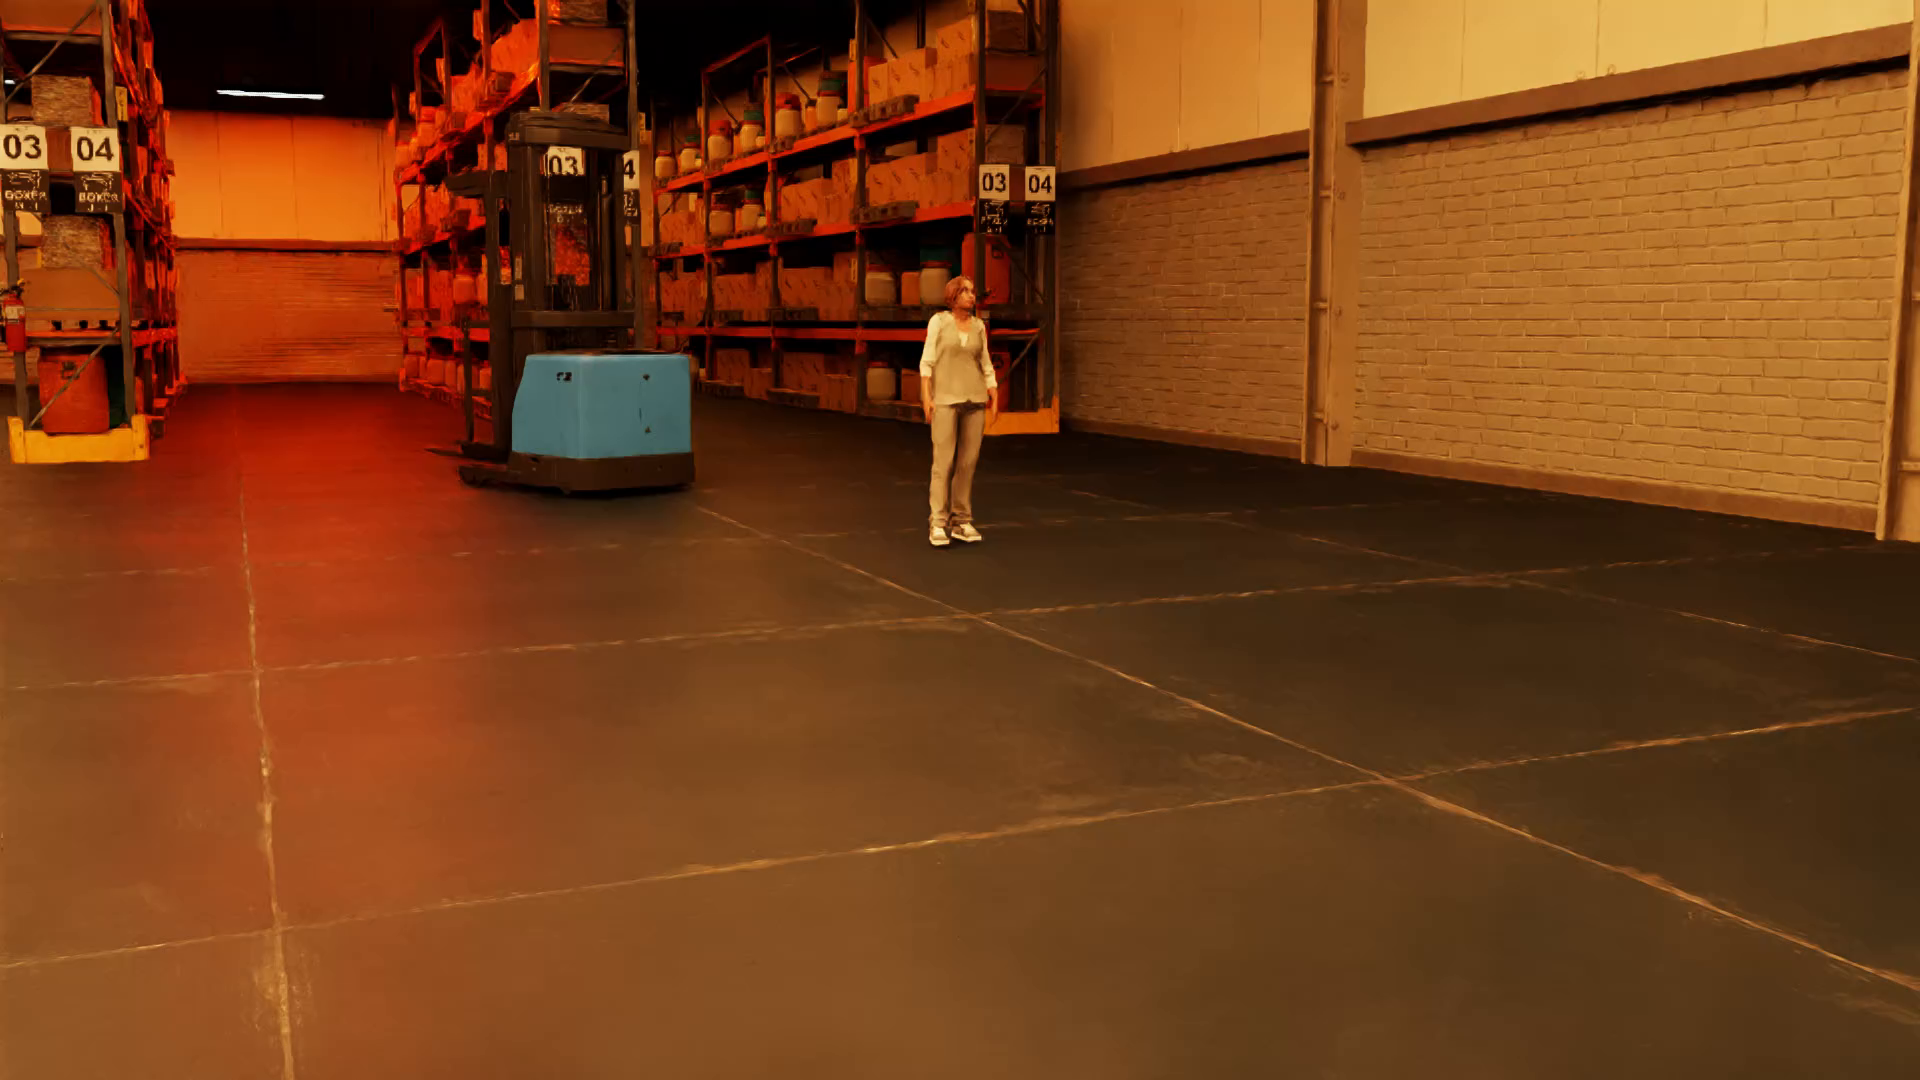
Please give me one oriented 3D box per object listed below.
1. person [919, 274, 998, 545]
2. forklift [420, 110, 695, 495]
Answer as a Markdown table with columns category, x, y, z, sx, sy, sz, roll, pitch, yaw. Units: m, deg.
| category | x | y | z | sx | sy | sz | roll | pitch | yaw |
| --- | --- | --- | --- | --- | --- | --- | --- | --- | --- |
| person | 0.017 | -0.789 | 9.976 | 0.521 | 1.597 | 0.474 | -3 | 8 | -23 |
| forklift | -3.466 | -1.935 | 13.616 | 1.130 | 2.935 | 3.031 | -7 | 10 | -43 |
